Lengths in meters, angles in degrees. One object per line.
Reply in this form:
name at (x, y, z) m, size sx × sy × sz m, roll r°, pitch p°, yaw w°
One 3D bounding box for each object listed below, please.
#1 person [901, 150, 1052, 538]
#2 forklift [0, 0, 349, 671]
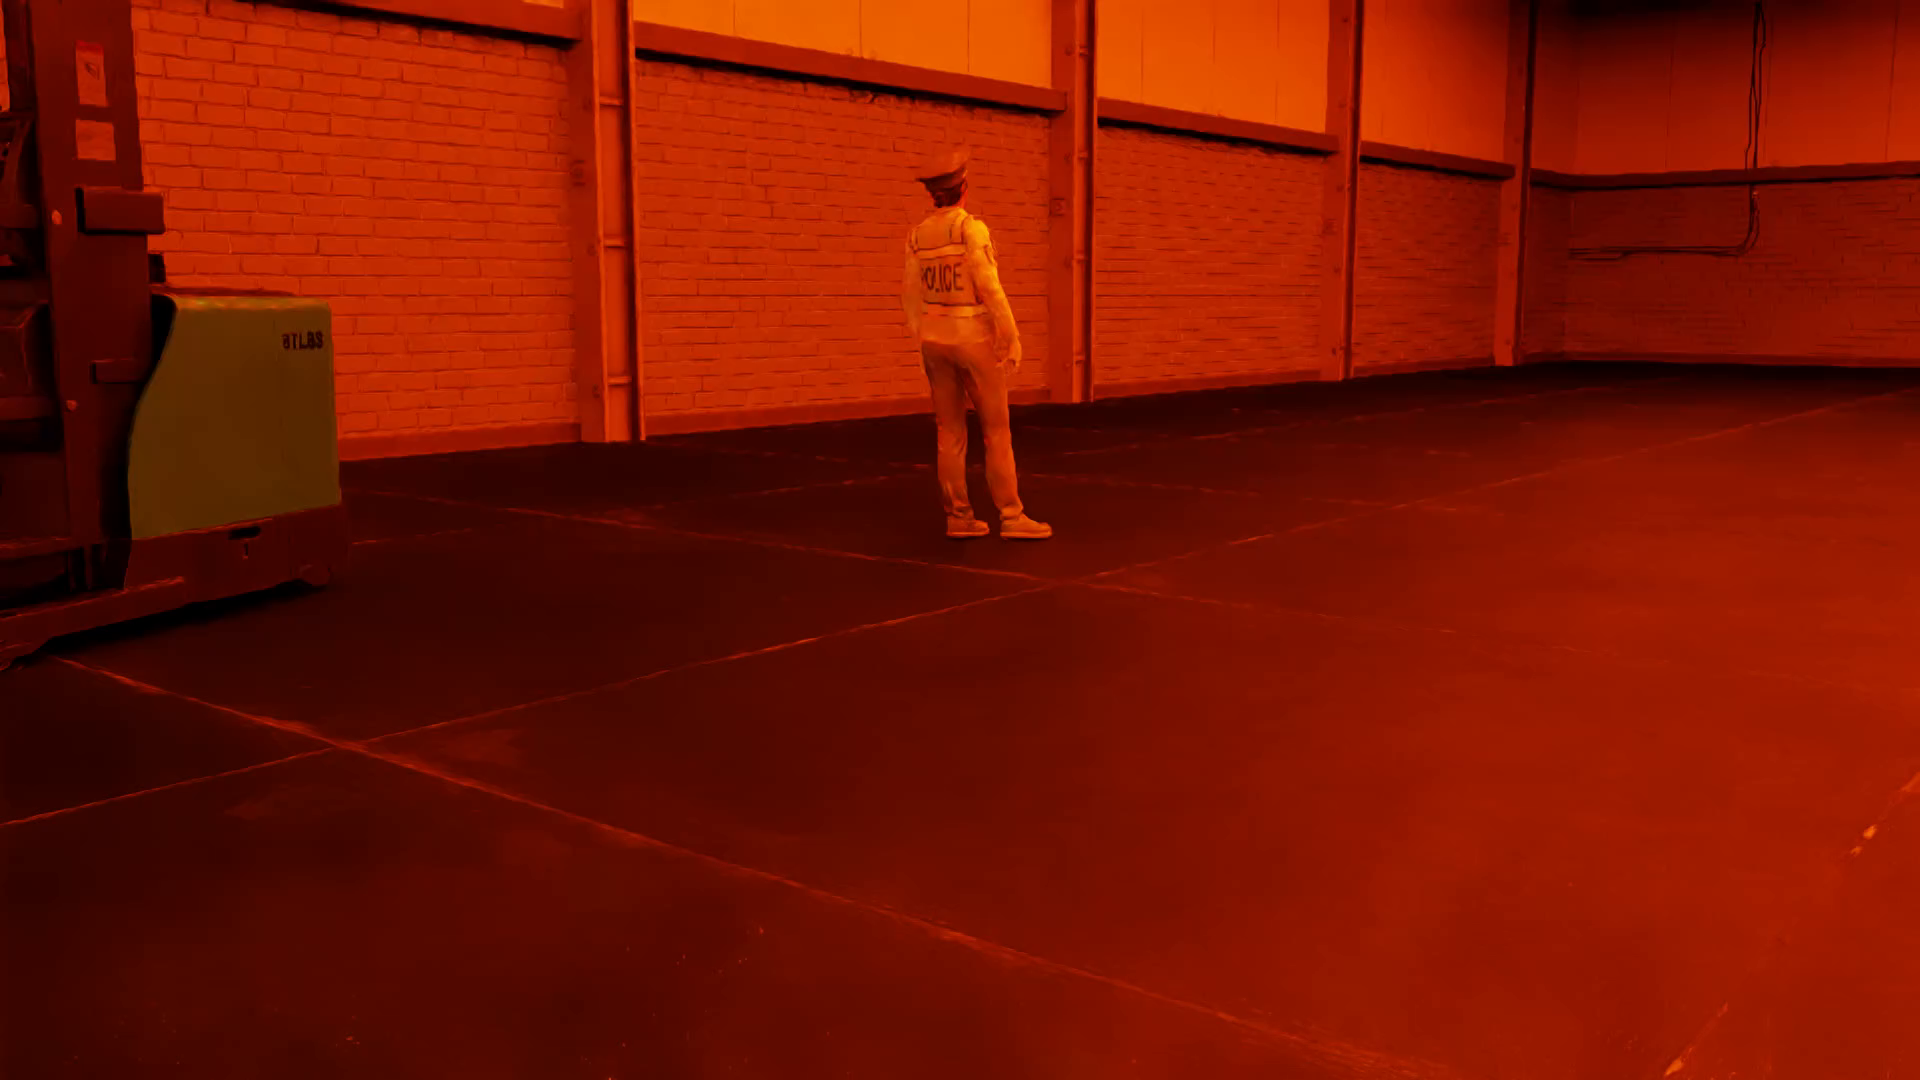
person at (0.048, -0.853, 7.329) m, size 0.586 × 1.695 × 0.532 m, roll 7°, pitch 11°, yaw 38°
forklift at (-3.249, -1.104, 4.829) m, size 1.130 × 2.935 × 3.031 m, roll 3°, pitch 9°, yaw 19°
